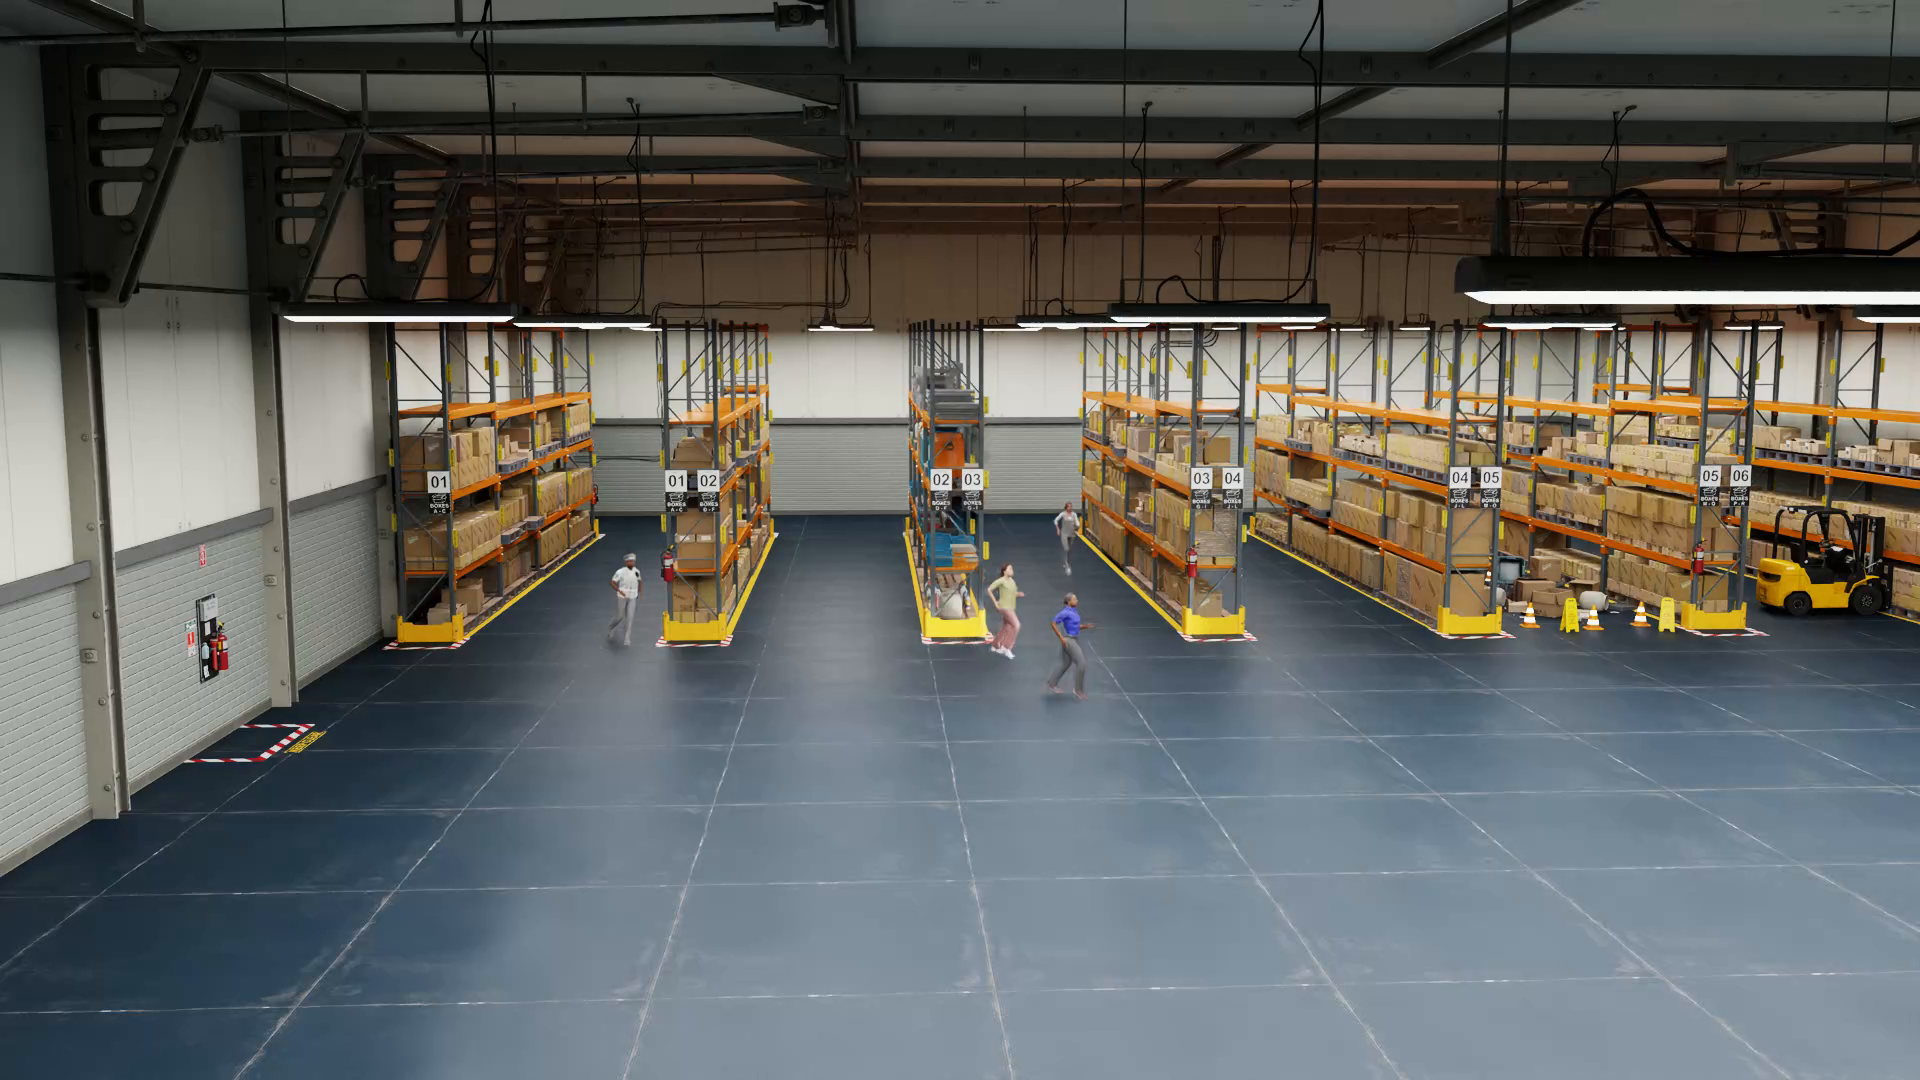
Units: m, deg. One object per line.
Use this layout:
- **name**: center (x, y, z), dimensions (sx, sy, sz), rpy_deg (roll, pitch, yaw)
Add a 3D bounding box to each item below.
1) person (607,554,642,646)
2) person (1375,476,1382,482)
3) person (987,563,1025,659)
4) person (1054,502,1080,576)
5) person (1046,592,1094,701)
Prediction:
- **person**: center (-6.183, 1.078, 30.968), dimensions (0.652, 1.654, 0.891), rpy_deg (-4, 8, -30)
- **person**: center (12.515, -1.231, 49.372), dimensions (0.668, 1.750, 0.690), rpy_deg (0, 7, 1)
- **person**: center (0.843, 1.253, 29.552), dimensions (0.683, 1.698, 0.548), rpy_deg (4, 8, 29)
- **person**: center (2.465, -0.053, 37.982), dimensions (0.514, 1.655, 0.712), rpy_deg (-2, 7, -18)
- **person**: center (1.728, 1.716, 26.203), dimensions (0.755, 1.639, 0.546), rpy_deg (2, 7, 13)
